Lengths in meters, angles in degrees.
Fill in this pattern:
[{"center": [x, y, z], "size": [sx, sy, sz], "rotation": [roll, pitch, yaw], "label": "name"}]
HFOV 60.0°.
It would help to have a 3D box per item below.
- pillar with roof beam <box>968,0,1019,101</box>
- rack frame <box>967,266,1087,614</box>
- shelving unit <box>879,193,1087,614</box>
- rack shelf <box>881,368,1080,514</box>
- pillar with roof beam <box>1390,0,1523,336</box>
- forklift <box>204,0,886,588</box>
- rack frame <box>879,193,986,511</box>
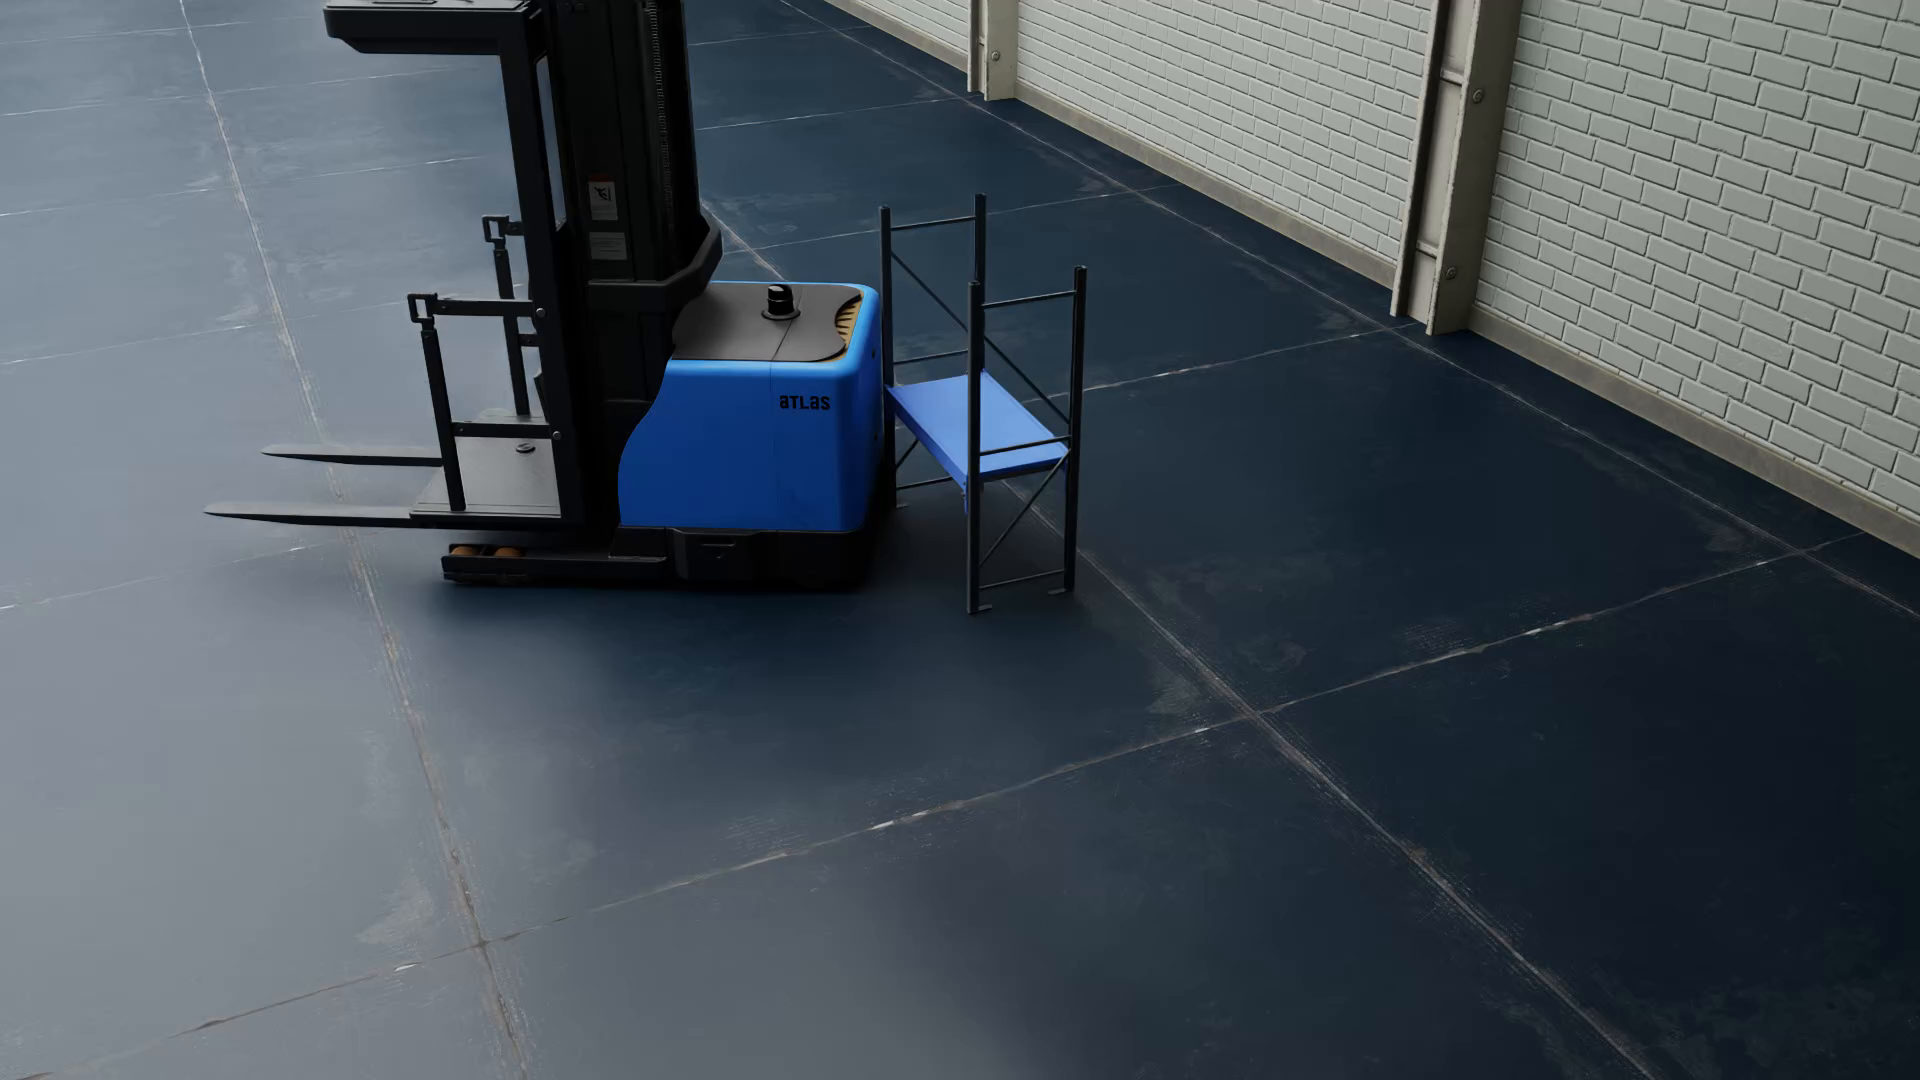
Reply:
[{"center": [-3.598, -7.010, 11.050], "size": [9.100, 9.000, 0.400], "rotation": [-13, 32, -22], "label": "pillar with roof beam"}, {"center": [0.268, -0.388, 6.908], "size": [0.500, 1.500, 0.032], "rotation": [-11, 31, -19], "label": "rack frame"}, {"center": [0.074, -0.618, 7.318], "size": [0.538, 1.500, 1.048], "rotation": [-11, 31, -19], "label": "shelving unit"}, {"center": [0.074, -0.461, 7.406], "size": [0.538, 0.185, 1.000], "rotation": [-11, 31, -19], "label": "rack shelf"}, {"center": [-1.022, -4.359, 6.324], "size": [9.100, 9.000, 0.400], "rotation": [-13, 32, -22], "label": "pillar with roof beam"}, {"center": [-1.894, -1.332, 7.128], "size": [3.031, 2.935, 1.130], "rotation": [2, 29, 3], "label": "forklift"}, {"center": [-0.120, -0.847, 7.728], "size": [0.500, 1.500, 0.032], "rotation": [-11, 31, -19], "label": "rack frame"}]
